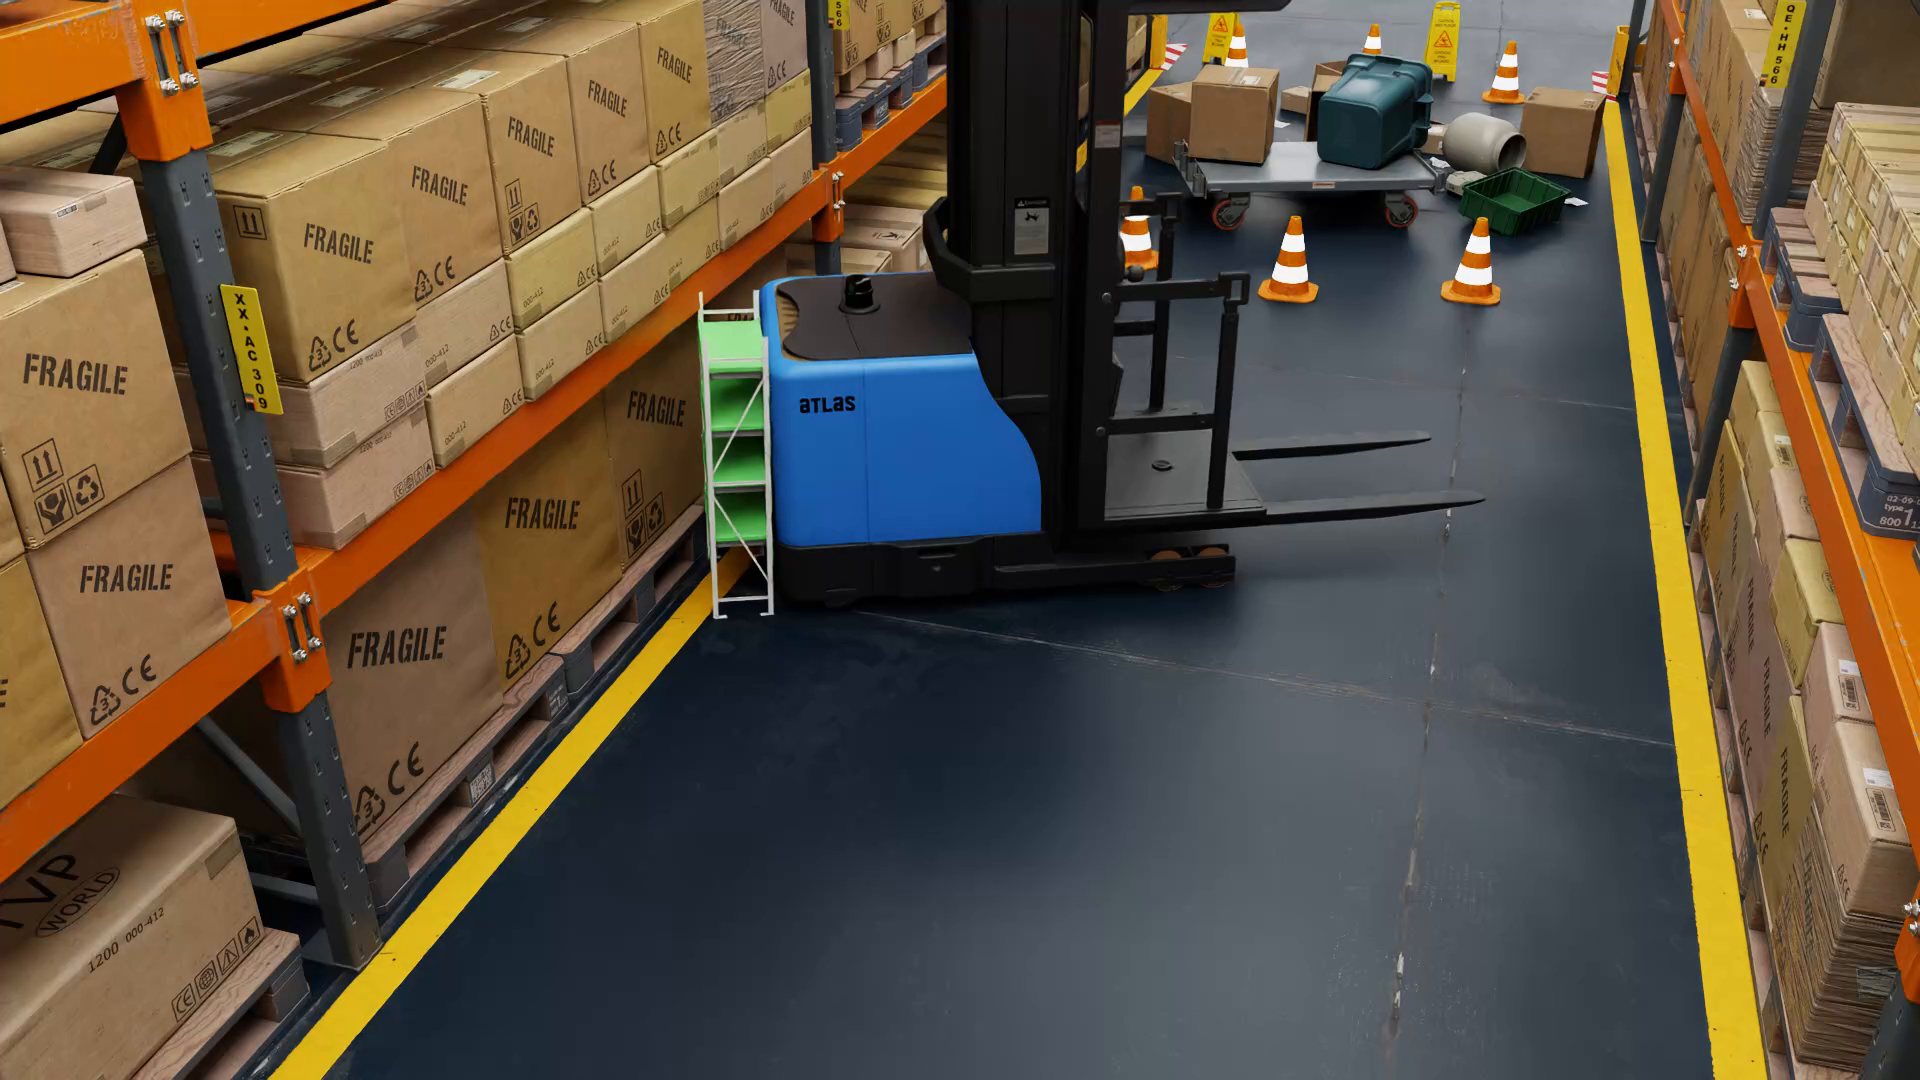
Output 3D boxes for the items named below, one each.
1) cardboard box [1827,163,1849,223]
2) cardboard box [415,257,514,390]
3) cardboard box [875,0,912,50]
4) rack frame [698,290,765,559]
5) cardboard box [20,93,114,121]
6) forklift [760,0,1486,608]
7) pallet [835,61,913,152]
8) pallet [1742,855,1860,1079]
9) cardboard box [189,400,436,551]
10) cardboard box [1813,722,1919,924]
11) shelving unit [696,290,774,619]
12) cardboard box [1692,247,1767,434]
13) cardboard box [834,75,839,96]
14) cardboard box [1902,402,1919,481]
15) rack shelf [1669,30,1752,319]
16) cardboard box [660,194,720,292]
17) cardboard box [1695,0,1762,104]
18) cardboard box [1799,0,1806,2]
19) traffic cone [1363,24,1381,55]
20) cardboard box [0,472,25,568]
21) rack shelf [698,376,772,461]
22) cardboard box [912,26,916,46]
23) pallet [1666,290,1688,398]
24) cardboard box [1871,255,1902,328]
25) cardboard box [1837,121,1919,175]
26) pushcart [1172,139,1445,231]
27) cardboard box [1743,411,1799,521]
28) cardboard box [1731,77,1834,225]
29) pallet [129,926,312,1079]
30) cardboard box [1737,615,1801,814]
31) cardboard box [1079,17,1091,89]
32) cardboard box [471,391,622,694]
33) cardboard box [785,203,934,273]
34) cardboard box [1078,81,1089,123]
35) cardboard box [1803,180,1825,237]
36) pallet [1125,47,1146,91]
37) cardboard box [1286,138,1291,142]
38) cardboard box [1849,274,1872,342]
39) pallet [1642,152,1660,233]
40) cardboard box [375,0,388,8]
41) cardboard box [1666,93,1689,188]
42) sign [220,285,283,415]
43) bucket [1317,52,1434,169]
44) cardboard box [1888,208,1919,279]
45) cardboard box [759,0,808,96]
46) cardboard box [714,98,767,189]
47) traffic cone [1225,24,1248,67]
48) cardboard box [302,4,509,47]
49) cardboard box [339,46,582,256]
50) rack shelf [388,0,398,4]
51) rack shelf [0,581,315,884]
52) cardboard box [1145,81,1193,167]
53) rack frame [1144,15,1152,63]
[{"bbox_3d":[3.285,-1.203,5.848,0.380,0.149,0.250,10,31,17],"label":"cardboard box"},{"bbox_3d":[-1.715,-0.686,5.037,0.500,0.250,0.500,9,30,16],"label":"cardboard box"},{"bbox_3d":[-0.566,-2.758,8.281,0.500,0.500,0.500,10,31,17],"label":"cardboard box"},{"bbox_3d":[-0.934,-0.453,6.822,0.240,1.200,0.015,-3,30,-10],"label":"rack frame"},{"bbox_3d":[-5.431,-2.426,10.536,0.875,0.625,0.625,9,30,17],"label":"cardboard box"},{"bbox_3d":[0.703,-1.320,6.607,3.031,2.935,1.130,-4,29,-7],"label":"forklift"},{"bbox_3d":[-0.958,-2.244,8.395,1.213,0.211,1.003,8,30,15],"label":"pallet"},{"bbox_3d":[2.749,1.394,4.527,1.003,0.211,1.213,8,30,15],"label":"pallet"},{"bbox_3d":[-1.858,-0.223,4.720,0.500,0.250,0.500,8,30,14],"label":"cardboard box"},{"bbox_3d":[2.499,0.736,4.209,0.500,0.250,0.500,8,30,14],"label":"cardboard box"},{"bbox_3d":[-0.892,-0.334,6.613,0.258,1.200,0.503,-3,30,-10],"label":"shelving unit"},{"bbox_3d":[3.961,-0.792,7.471,1.050,0.750,0.750,8,30,14],"label":"cardboard box"},{"bbox_3d":[-0.792,-2.179,7.908,0.380,0.149,0.250,7,30,12],"label":"cardboard box"},{"bbox_3d":[2.750,-0.232,4.408,0.380,0.149,0.250,7,30,13],"label":"cardboard box"},{"bbox_3d":[4.283,-1.937,8.386,1.077,0.370,4.000,8,30,15],"label":"rack shelf"},{"bbox_3d":[-1.264,-1.172,6.426,0.500,0.250,0.500,8,30,14],"label":"cardboard box"},{"bbox_3d":[4.162,-2.552,8.648,0.500,0.500,0.500,8,30,15],"label":"cardboard box"},{"bbox_3d":[3.985,-2.245,7.068,0.700,0.500,0.500,8,30,14],"label":"cardboard box"},{"bbox_3d":[3.551,-4.206,14.335,0.336,0.463,0.334,8,30,15],"label":"traffic cone"},{"bbox_3d":[-2.271,-0.109,3.230,0.500,0.500,0.500,8,30,14],"label":"cardboard box"},{"bbox_3d":[-0.885,-0.488,6.527,0.258,0.148,0.480,-3,30,-10],"label":"rack shelf"},{"bbox_3d":[-0.456,-2.674,8.799,0.380,0.149,0.250,10,31,18],"label":"cardboard box"},{"bbox_3d":[4.360,-1.024,8.873,1.003,0.211,1.213,8,30,15],"label":"pallet"},{"bbox_3d":[2.986,-0.731,4.998,0.380,0.149,0.250,8,30,14],"label":"cardboard box"},{"bbox_3d":[3.299,-1.343,5.793,0.380,0.149,0.250,8,30,14],"label":"cardboard box"},{"bbox_3d":[2.303,-2.392,11.162,1.648,0.377,0.936,-1,29,-3],"label":"pushcart"},{"bbox_3d":[3.114,-0.219,5.926,0.500,0.250,0.500,8,30,14],"label":"cardboard box"},{"bbox_3d":[3.572,-1.613,6.961,0.500,0.500,0.500,8,30,15],"label":"cardboard box"},{"bbox_3d":[-2.538,1.439,4.447,1.003,0.211,1.213,8,30,15],"label":"pallet"},{"bbox_3d":[2.804,0.590,5.243,0.500,0.500,0.500,8,30,14],"label":"cardboard box"},{"bbox_3d":[0.686,-3.636,12.325,0.500,0.500,0.500,10,31,17],"label":"cardboard box"},{"bbox_3d":[-1.876,-0.098,6.094,0.875,0.875,0.875,9,30,16],"label":"cardboard box"},{"bbox_3d":[-0.681,-1.621,9.350,0.950,0.372,0.625,8,30,14],"label":"cardboard box"},{"bbox_3d":[0.686,-3.307,12.506,0.500,0.250,0.500,10,31,18],"label":"cardboard box"},{"bbox_3d":[3.372,-1.216,6.177,0.380,0.149,0.250,8,30,14],"label":"cardboard box"},{"bbox_3d":[0.988,-4.072,14.353,1.003,0.211,1.213,8,30,15],"label":"pallet"},{"bbox_3d":[2.399,-2.717,11.862,0.258,0.266,0.396,-12,31,-20],"label":"cardboard box"},{"bbox_3d":[3.061,-0.716,5.279,0.380,0.149,0.250,9,30,17],"label":"cardboard box"},{"bbox_3d":[5.168,-2.304,11.175,1.003,0.211,1.213,8,30,15],"label":"pallet"},{"bbox_3d":[-4.196,-4.145,12.984,0.500,0.250,0.500,8,30,14],"label":"cardboard box"},{"bbox_3d":[5.122,-2.718,10.804,0.875,0.875,0.875,9,30,16],"label":"cardboard box"},{"bbox_3d":[-1.709,-0.457,4.013,0.100,0.325,0.005,8,30,15],"label":"sign"},{"bbox_3d":[2.706,-2.807,11.013,0.726,0.611,0.620,20,45,32],"label":"bucket"},{"bbox_3d":[2.991,-0.857,4.920,0.380,0.149,0.250,9,30,16],"label":"cardboard box"},{"bbox_3d":[-0.967,-2.184,6.959,0.500,0.500,0.500,8,30,14],"label":"cardboard box"},{"bbox_3d":[-1.112,-1.634,6.741,0.500,0.250,0.500,8,30,14],"label":"cardboard box"},{"bbox_3d":[2.390,-4.206,14.335,0.336,0.463,0.334,8,30,15],"label":"traffic cone"},{"bbox_3d":[-1.898,-1.563,5.843,0.500,0.500,0.500,9,30,16],"label":"cardboard box"},{"bbox_3d":[-1.563,-1.239,5.261,0.500,0.500,0.500,8,30,14],"label":"cardboard box"},{"bbox_3d":[-5.225,-3.303,10.841,1.077,0.370,4.000,8,30,15],"label":"rack shelf"},{"bbox_3d":[-2.827,1.122,2.888,1.077,0.370,4.000,8,30,15],"label":"rack shelf"},{"bbox_3d":[1.724,-3.052,12.220,0.500,0.500,0.500,-17,34,-28],"label":"cardboard box"},{"bbox_3d":[1.283,-5.699,14.409,1.000,3.000,0.127,8,30,15],"label":"rack frame"}]
